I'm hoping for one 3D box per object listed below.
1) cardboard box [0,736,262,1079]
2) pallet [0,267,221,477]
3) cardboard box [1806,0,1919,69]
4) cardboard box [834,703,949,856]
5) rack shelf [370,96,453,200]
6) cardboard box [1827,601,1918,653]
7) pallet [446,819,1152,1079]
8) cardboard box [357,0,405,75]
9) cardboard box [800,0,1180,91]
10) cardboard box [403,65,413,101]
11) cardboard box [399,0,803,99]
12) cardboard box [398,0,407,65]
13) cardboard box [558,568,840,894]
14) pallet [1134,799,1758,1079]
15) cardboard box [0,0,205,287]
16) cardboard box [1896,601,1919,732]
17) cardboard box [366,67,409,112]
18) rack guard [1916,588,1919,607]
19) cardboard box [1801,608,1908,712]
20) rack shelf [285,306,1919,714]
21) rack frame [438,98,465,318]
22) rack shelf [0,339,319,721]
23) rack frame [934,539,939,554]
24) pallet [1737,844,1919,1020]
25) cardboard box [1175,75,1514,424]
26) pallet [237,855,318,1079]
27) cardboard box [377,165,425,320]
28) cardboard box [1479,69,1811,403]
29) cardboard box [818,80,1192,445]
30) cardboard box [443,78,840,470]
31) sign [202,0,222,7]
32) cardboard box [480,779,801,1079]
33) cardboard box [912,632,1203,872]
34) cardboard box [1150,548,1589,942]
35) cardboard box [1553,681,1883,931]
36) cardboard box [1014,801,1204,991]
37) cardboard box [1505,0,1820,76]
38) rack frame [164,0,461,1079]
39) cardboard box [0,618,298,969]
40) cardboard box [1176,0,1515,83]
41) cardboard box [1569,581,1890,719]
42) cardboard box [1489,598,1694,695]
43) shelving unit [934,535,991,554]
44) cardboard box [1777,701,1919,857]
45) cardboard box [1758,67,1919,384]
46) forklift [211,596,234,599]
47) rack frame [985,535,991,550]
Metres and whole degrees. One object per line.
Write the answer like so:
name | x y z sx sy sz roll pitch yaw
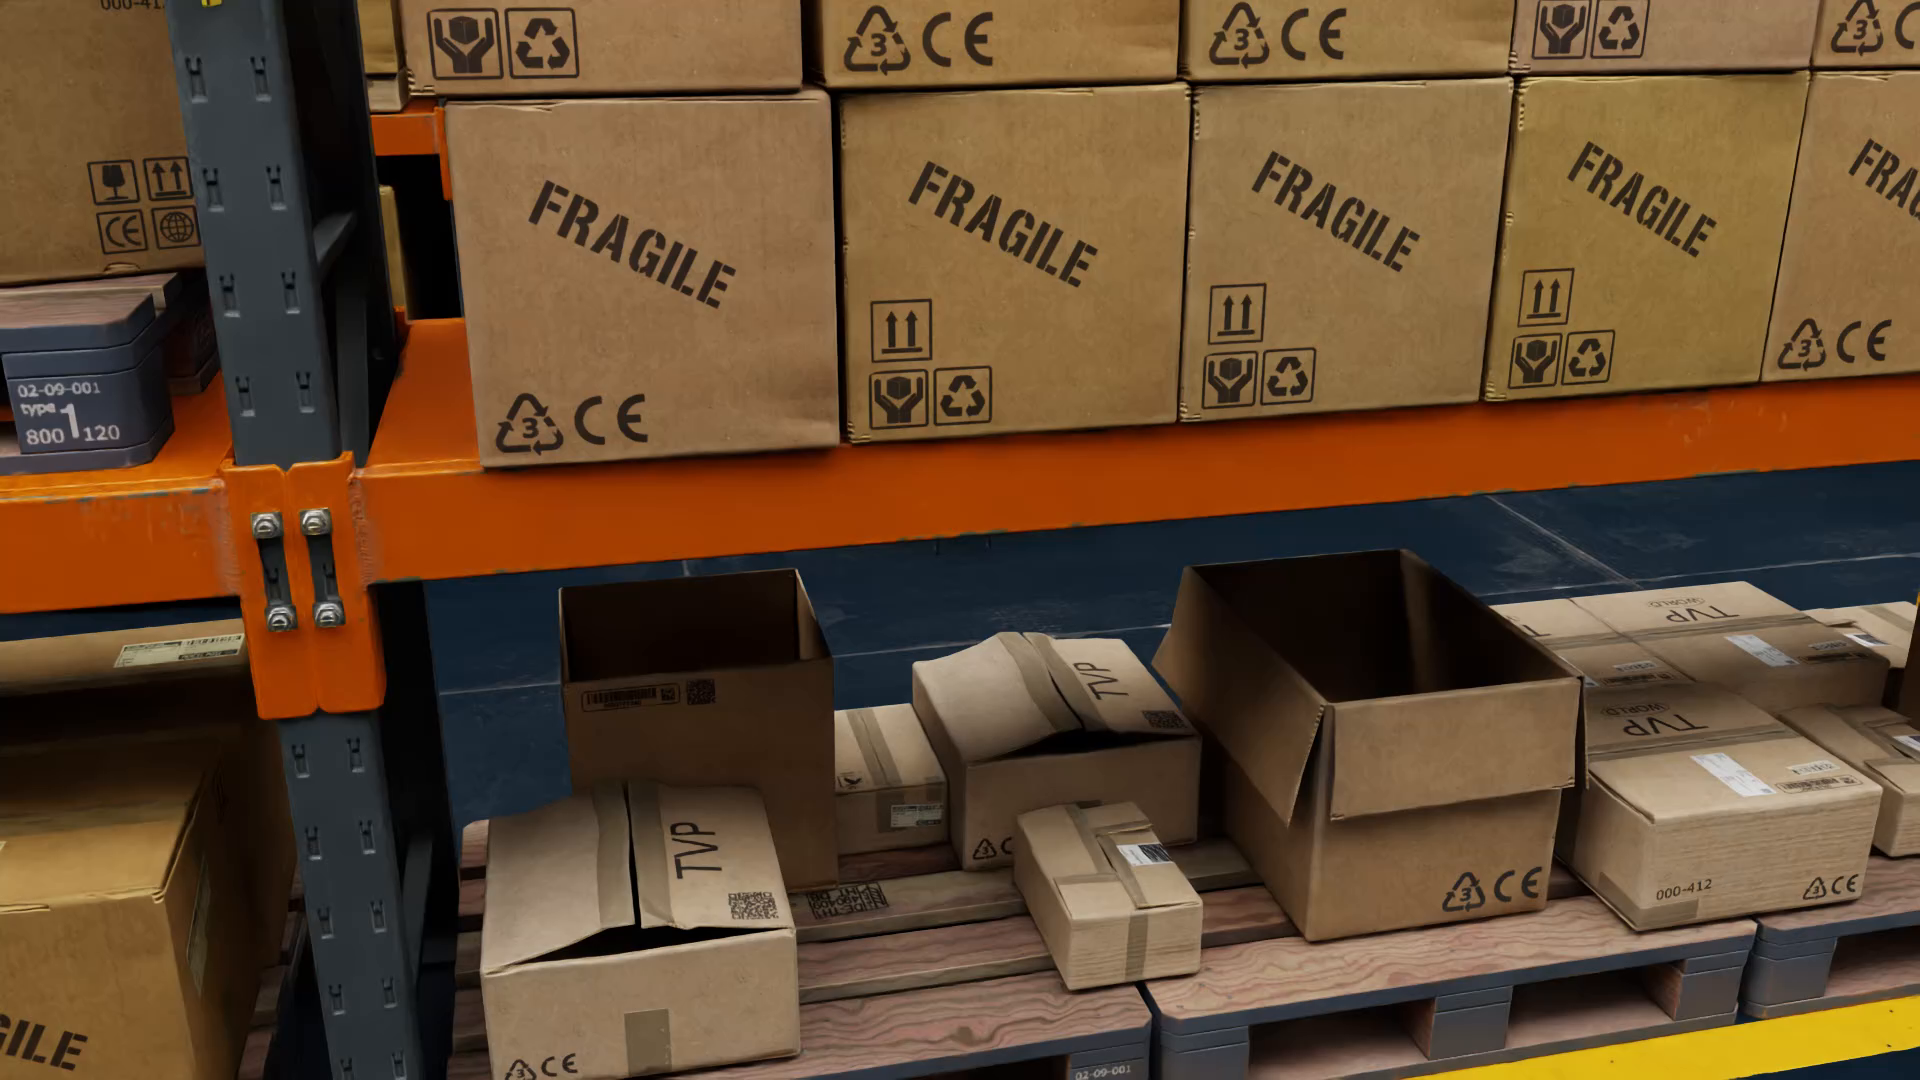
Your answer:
cardboard box | -1.440 0.667 2.626 0.500 0.500 0.500 -5 21 -13
pallet | -1.829 -0.318 2.601 1.213 0.211 1.003 -5 21 -12
cardboard box | 1.502 -1.058 2.742 0.500 0.500 0.500 -4 21 -11
cardboard box | -0.186 0.508 3.573 0.250 0.149 0.380 -5 21 -12
rack shelf | -4.116 -1.596 6.858 4.000 0.370 1.077 -5 21 -12
cardboard box | 2.380 0.299 4.143 0.250 0.149 0.380 -5 21 -12
pallet | -0.357 0.821 3.268 1.213 0.211 1.003 -5 21 -12
cardboard box | -2.561 -2.168 6.764 0.500 0.500 0.500 -5 21 -13
cardboard box | -0.001 -0.935 2.408 0.500 0.500 0.500 -5 21 -14
cardboard box | -2.541 -2.024 7.315 0.250 0.149 0.380 -5 21 -14
cardboard box | -0.503 -0.894 2.296 0.500 0.500 0.500 -4 21 -11
cardboard box | -2.675 -2.337 7.225 0.500 0.500 0.500 -5 21 -14
cardboard box | -0.537 0.392 3.377 0.500 0.500 0.500 -5 21 -12
pallet | 0.832 0.723 3.535 1.213 0.211 1.003 -5 21 -12
cardboard box | -1.538 -0.716 2.653 0.500 0.500 0.700 -13 24 -31
cardboard box | 2.394 0.341 3.516 0.500 0.500 0.500 -5 21 -12
cardboard box | -2.433 -1.862 6.874 0.250 0.149 0.380 -4 21 -12
rack guard | 2.793 0.428 3.918 0.348 0.500 1.175 -5 21 -12
cardboard box | 2.137 0.310 4.086 0.250 0.166 0.380 -5 21 -12
rack shelf | 0.920 -0.255 3.196 4.000 0.370 1.077 -5 21 -12
rack frame | -2.169 -2.093 7.166 0.127 3.000 1.000 -5 21 -12
rack shelf | -2.972 0.061 2.332 4.000 0.370 1.077 -5 21 -12
rack frame | -0.103 -0.555 5.585 0.006 1.200 0.240 -5 21 -12
pallet | 2.017 0.628 3.795 1.213 0.211 1.003 -5 21 -12
cardboard box | 0.518 -0.511 2.704 0.500 0.500 0.500 -5 21 -13
pallet | -1.809 0.952 2.910 1.213 0.211 1.003 -5 21 -12
cardboard box | -2.772 -1.185 7.204 0.750 0.750 0.750 -4 21 -12
cardboard box | 1.012 -0.552 2.815 0.500 0.500 0.500 -5 21 -13
cardboard box | 0.030 -0.472 2.598 0.500 0.500 0.500 -4 21 -12
cardboard box | -0.467 -0.431 2.484 0.500 0.500 0.500 -4 21 -11
sign | -0.895 -0.793 1.935 0.005 0.325 0.100 -5 21 -12
cardboard box | -0.568 0.660 2.920 0.500 0.311 0.500 -5 21 -12
cardboard box | 0.193 0.422 3.572 0.500 0.311 0.500 -5 21 -12
cardboard box | 0.801 0.380 3.405 0.637 0.503 0.797 -5 21 -12
cardboard box | 1.463 0.524 3.382 0.500 0.250 0.500 -5 21 -12
cardboard box | 0.272 0.656 3.141 0.250 0.166 0.380 -5 21 -12
cardboard box | 1.002 -1.017 2.631 0.500 0.500 0.500 -4 20 -11
rack frame | -1.026 -0.435 2.640 0.127 3.000 1.000 -5 21 -12
cardboard box | -1.553 0.489 3.113 0.500 0.500 0.500 -6 21 -15
cardboard box | 0.500 -0.976 2.518 0.500 0.500 0.500 -5 21 -14
cardboard box | 1.786 0.321 3.936 0.500 0.250 0.500 -5 21 -12
cardboard box | 1.299 0.360 3.828 0.500 0.250 0.500 -5 21 -12
shelving unit | -0.014 -0.562 5.605 0.189 1.200 0.258 -5 21 -12
cardboard box | 1.979 0.500 3.569 0.250 0.166 0.380 -5 21 -12
cardboard box | 1.503 -0.592 2.924 0.500 0.500 0.500 -4 21 -12
forklift | -3.628 -1.326 5.173 3.031 2.935 1.130 -1 20 -2
rack frame | 0.075 -0.569 5.625 0.006 1.200 0.240 -5 21 -12
